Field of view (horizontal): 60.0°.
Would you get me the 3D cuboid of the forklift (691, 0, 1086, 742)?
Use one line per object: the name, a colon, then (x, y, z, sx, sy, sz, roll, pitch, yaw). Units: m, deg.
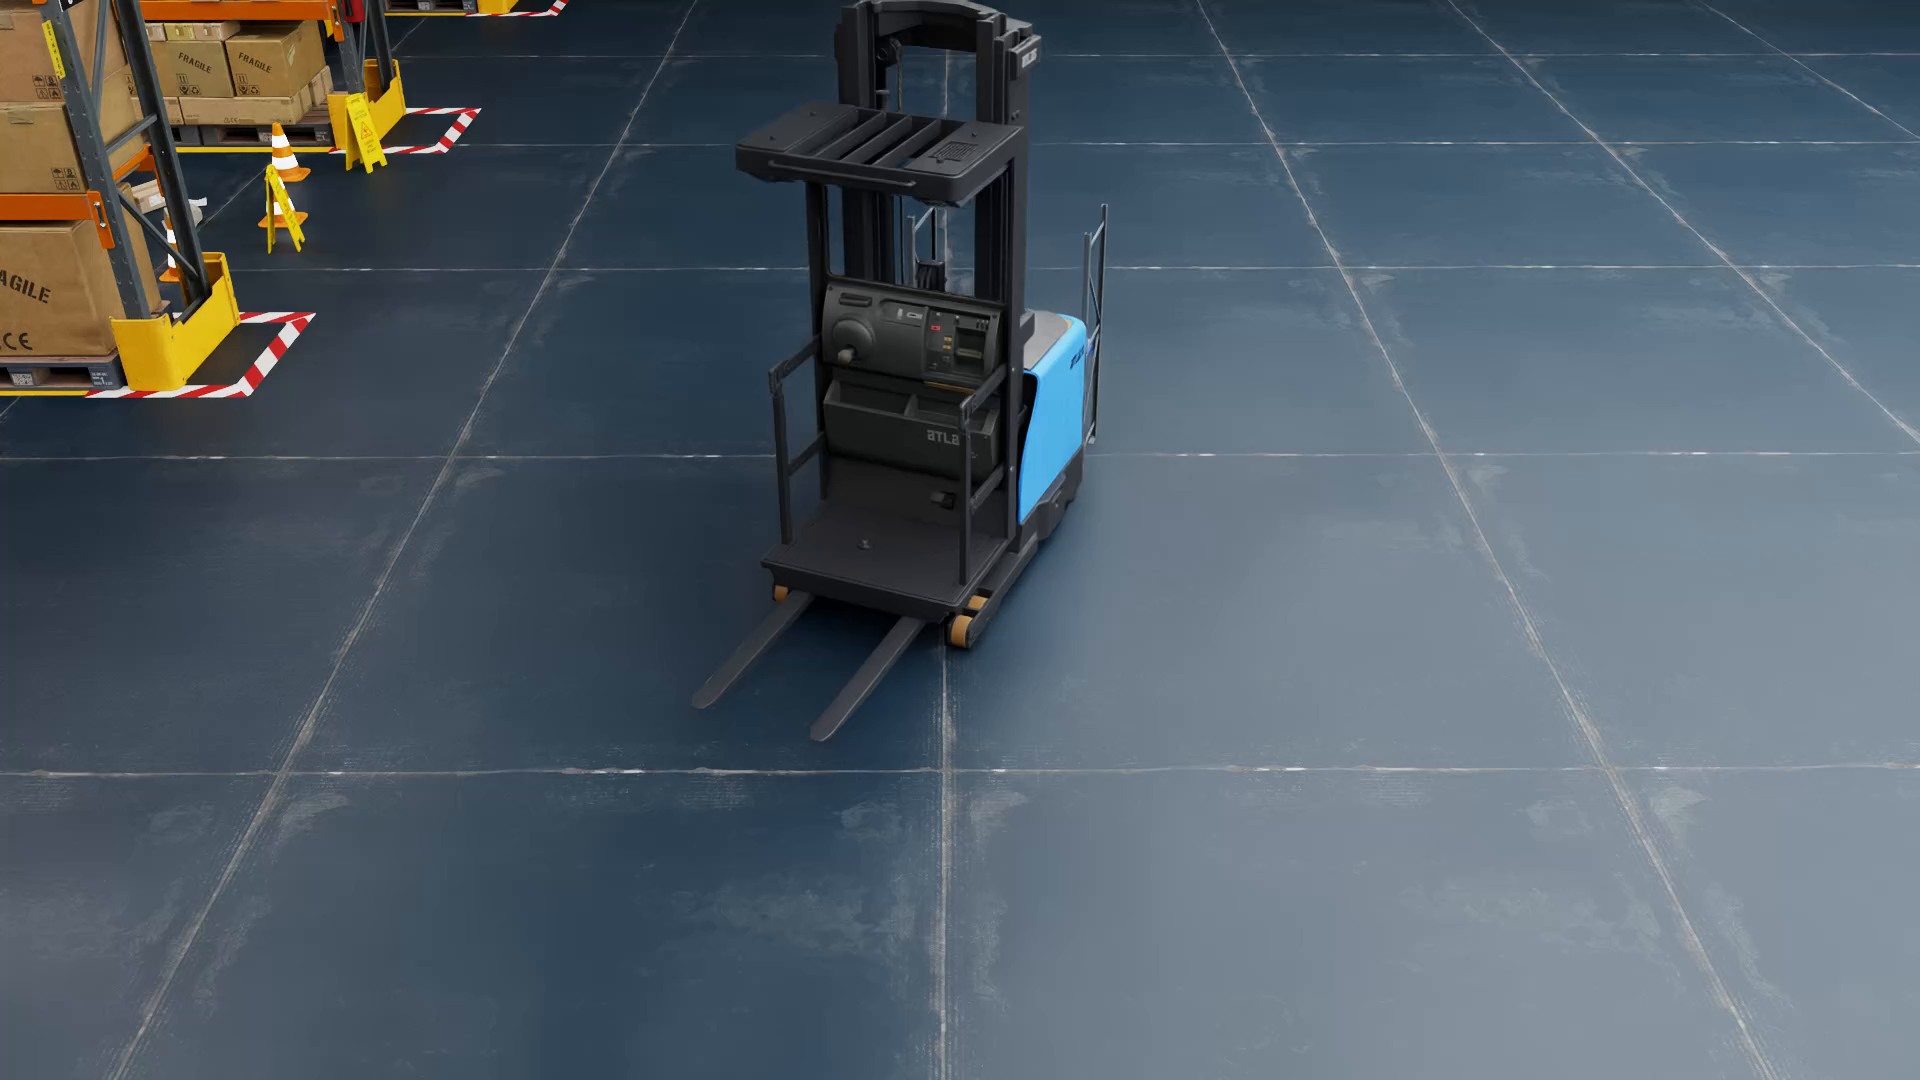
forklift: (-0.329, -0.961, 8.008, 1.130, 2.935, 3.031, 12, 33, 20)

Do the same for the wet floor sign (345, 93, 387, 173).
wet floor sign: (-5.232, -3.562, 14.499, 0.232, 0.644, 0.267, 10, 33, 17)

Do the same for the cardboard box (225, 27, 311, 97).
cardboard box: (-6.228, -4.310, 14.985, 0.500, 0.500, 0.500, 0, 31, 0)

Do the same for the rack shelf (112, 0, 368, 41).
rack shelf: (-7.428, -4.809, 14.978, 4.000, 0.370, 1.077, 0, 31, 0)

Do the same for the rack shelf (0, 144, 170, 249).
rack shelf: (-7.298, -2.242, 10.747, 4.000, 0.370, 1.077, 0, 31, 0)

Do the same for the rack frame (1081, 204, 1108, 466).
rack frame: (0.765, -1.159, 9.715, 0.032, 1.500, 0.500, 8, 32, 13)

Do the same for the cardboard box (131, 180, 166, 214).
cardboard box: (-6.726, -2.852, 13.808, 0.250, 0.149, 0.380, 16, 35, 25)

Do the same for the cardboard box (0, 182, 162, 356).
cardboard box: (-5.975, -1.791, 10.953, 0.875, 0.875, 0.875, 0, 31, 0)

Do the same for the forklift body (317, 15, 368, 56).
forklift body: (-7.347, -6.383, 17.696, 1.214, 2.155, 2.313, 0, 31, 0)

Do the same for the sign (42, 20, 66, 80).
sign: (-5.308, -2.871, 9.745, 0.005, 0.325, 0.100, 0, 31, 0)

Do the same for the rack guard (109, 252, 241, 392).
rack guard: (-5.274, -1.487, 11.219, 0.348, 0.500, 1.175, 0, 31, 0)

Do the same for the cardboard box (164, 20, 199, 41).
cardboard box: (-6.846, -4.552, 14.759, 0.250, 0.149, 0.380, 0, 31, 1)

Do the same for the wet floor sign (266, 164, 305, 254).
wet floor sign: (-5.281, -2.576, 12.874, 0.232, 0.644, 0.267, -5, 32, -9)

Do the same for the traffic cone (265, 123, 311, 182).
traffic cone: (-5.851, -3.368, 14.355, 0.334, 0.463, 0.336, 0, 31, 0)

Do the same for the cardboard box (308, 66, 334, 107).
cardboard box: (-6.237, -4.268, 15.639, 0.500, 0.250, 0.500, 0, 31, -1)

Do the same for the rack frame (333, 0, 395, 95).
rack frame: (-5.429, -5.123, 14.802, 0.127, 3.000, 1.000, 0, 31, 0)

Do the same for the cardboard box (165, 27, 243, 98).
cardboard box: (-6.750, -4.307, 14.979, 0.500, 0.500, 0.500, 1, 31, 2)

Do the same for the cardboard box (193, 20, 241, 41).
cardboard box: (-6.595, -4.551, 14.757, 0.250, 0.149, 0.380, 1, 31, 1)

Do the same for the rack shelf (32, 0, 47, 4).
rack shelf: (-7.298, -3.524, 9.969, 4.000, 0.370, 1.077, 0, 31, 0)

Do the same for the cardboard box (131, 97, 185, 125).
cardboard box: (-7.277, -3.983, 15.169, 0.500, 0.250, 0.500, -1, 31, -2)

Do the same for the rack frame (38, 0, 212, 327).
rack frame: (-5.298, -2.556, 10.571, 0.127, 3.000, 1.000, 0, 31, 0)

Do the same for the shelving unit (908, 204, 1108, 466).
shelving unit: (0.276, -1.230, 9.831, 1.048, 1.500, 0.538, 8, 32, 13)

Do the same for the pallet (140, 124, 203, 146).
pallet: (-7.534, -3.944, 15.547, 1.213, 0.211, 1.003, 0, 31, 0)

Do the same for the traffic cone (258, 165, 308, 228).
traffic cone: (-5.504, -2.793, 13.408, 0.334, 0.463, 0.336, 0, 31, 0)

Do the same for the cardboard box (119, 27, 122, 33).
cardboard box: (-7.783, -4.305, 14.977, 0.500, 0.500, 0.500, 1, 31, 2)

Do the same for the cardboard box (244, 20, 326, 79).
cardboard box: (-6.261, -4.588, 15.443, 0.500, 0.500, 0.500, -1, 31, -2)

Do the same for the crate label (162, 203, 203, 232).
crate label: (-6.290, -2.619, 13.435, 0.298, 0.136, 0.250, -17, 35, -26)

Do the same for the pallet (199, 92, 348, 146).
pallet: (-6.317, -3.946, 15.551, 1.213, 0.211, 1.003, 0, 31, 0)

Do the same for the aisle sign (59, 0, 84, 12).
aisle sign: (-5.225, -3.512, 9.640, 0.004, 0.787, 0.394, 0, 31, 0)

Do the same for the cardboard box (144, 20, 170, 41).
cardboard box: (-7.110, -4.552, 14.759, 0.250, 0.149, 0.380, 1, 31, 2)

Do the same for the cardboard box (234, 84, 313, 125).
cardboard box: (-6.259, -3.985, 15.172, 0.500, 0.250, 0.500, 0, 31, -1)

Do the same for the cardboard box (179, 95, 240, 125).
cardboard box: (-6.753, -3.987, 15.176, 0.500, 0.250, 0.500, 0, 31, 0)

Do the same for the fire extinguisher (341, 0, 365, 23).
fire extinguisher: (-5.311, -4.851, 14.429, 0.183, 0.674, 0.296, 0, 31, 0)

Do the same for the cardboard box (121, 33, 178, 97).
cardboard box: (-7.255, -4.309, 14.983, 0.500, 0.500, 0.500, -1, 31, -1)

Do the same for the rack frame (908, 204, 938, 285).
rack frame: (-0.214, -1.300, 9.947, 0.032, 1.500, 0.500, 8, 32, 13)

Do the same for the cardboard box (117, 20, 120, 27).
cardboard box: (-7.820, -4.581, 15.431, 0.500, 0.500, 0.500, 1, 31, 2)

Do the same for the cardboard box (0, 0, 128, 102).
cardboard box: (-5.669, -3.100, 10.283, 0.550, 0.550, 0.875, 0, 31, 0)

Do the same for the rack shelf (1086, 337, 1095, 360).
rack shelf: (0.276, -1.076, 9.924, 1.000, 0.185, 0.538, 8, 32, 13)

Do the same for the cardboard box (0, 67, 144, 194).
cardboard box: (-5.668, -2.595, 10.491, 0.550, 0.550, 0.875, 0, 31, 0)

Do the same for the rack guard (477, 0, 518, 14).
rack guard: (-5.438, -6.629, 19.694, 0.348, 0.500, 1.175, 0, 31, 0)

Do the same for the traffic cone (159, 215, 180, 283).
traffic cone: (-5.837, -2.206, 12.440, 0.334, 0.463, 0.336, 0, 31, 0)

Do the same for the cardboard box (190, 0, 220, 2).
cardboard box: (-6.568, -4.839, 14.576, 0.250, 0.149, 0.380, 0, 31, 1)

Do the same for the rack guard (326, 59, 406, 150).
rack guard: (-5.505, -4.054, 15.450, 0.348, 0.500, 1.175, 0, 31, 0)

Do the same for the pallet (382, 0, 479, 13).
pallet: (-6.227, -6.482, 19.729, 1.213, 0.211, 1.003, 0, 31, 0)

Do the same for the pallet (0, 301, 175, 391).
pallet: (-6.097, -1.320, 11.223, 1.213, 0.211, 1.003, 0, 31, 0)

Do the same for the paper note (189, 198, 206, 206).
paper note: (-6.362, -2.818, 13.866, 0.142, 0.019, 0.148, -11, 33, -17)

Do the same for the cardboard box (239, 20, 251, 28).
cardboard box: (-6.783, -4.584, 15.437, 0.500, 0.500, 0.500, -1, 31, -2)
